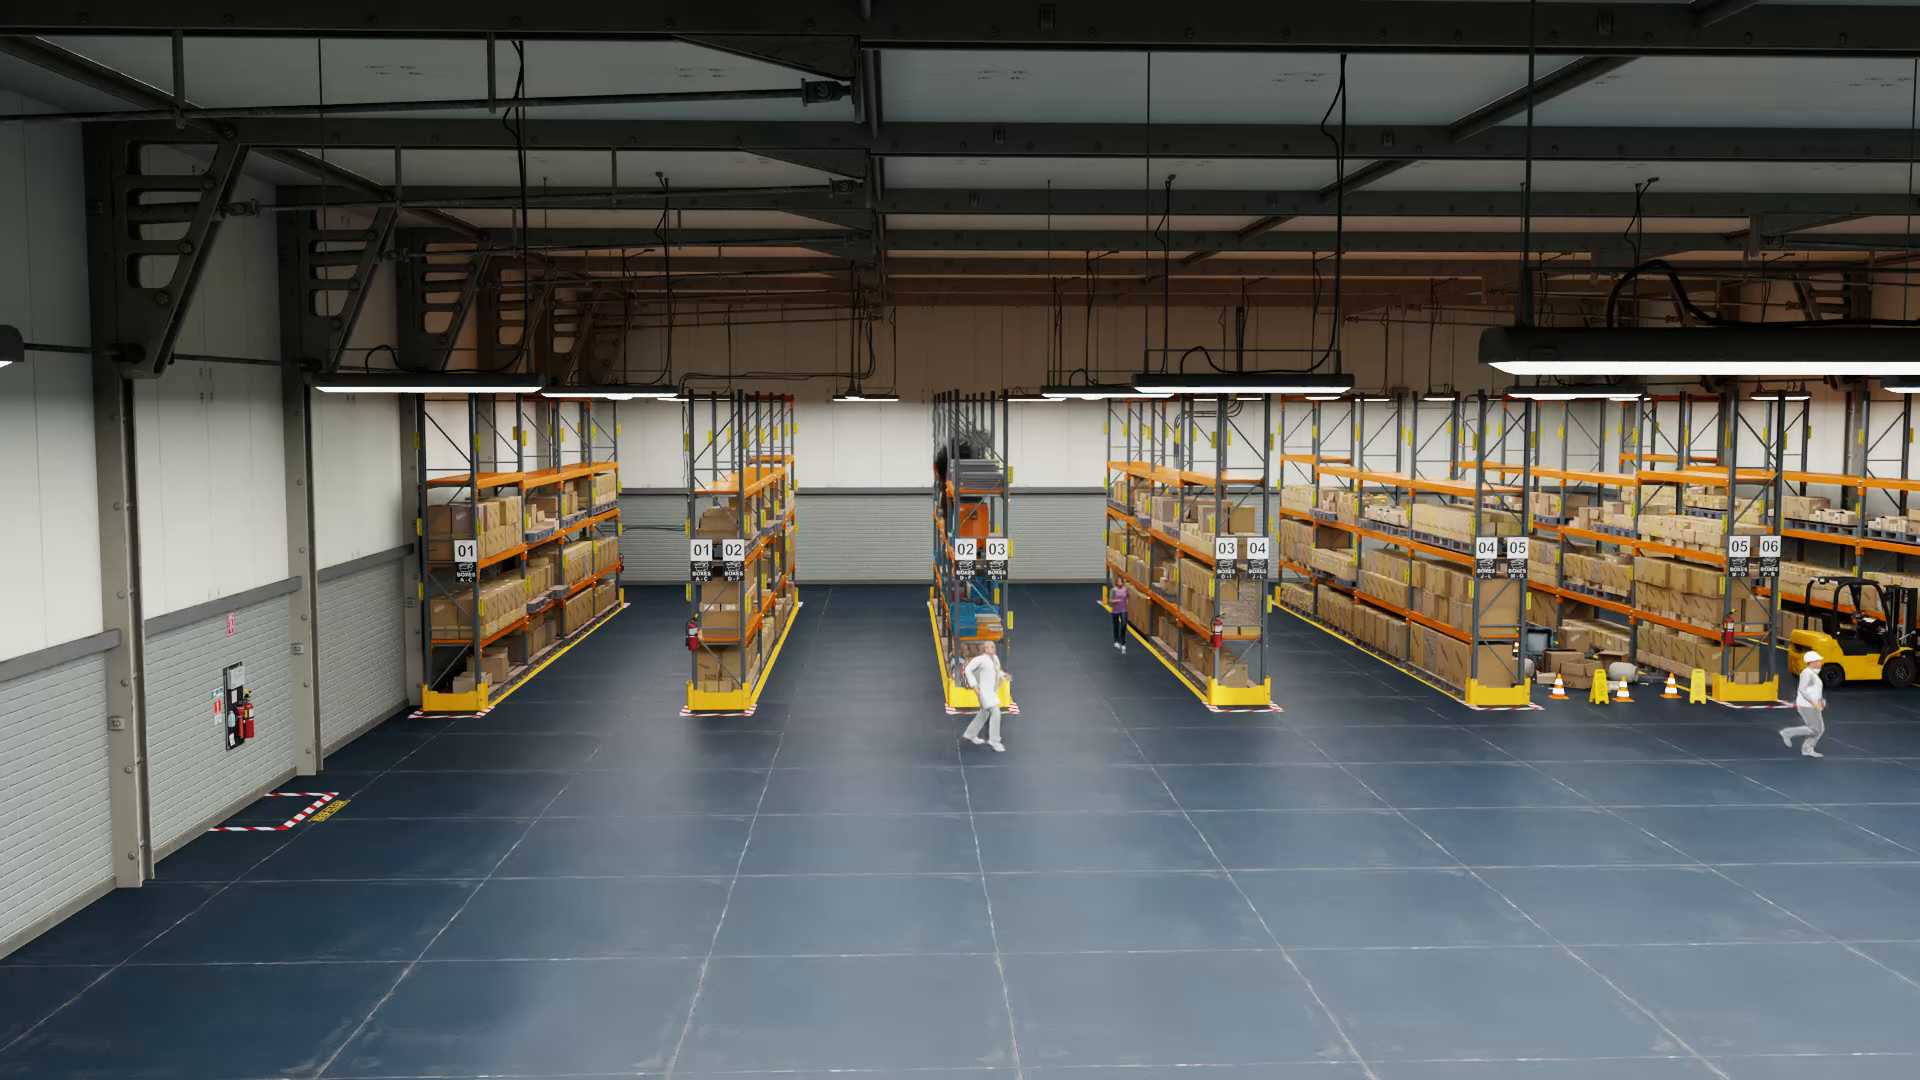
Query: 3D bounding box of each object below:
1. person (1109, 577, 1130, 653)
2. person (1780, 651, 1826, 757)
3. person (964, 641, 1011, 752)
[{"bbox_3d":[3.542,1.649,36.787,0.514,1.673,0.647,0,5,-3],"label":"person"},{"bbox_3d":[13.741,2.662,27.072,0.637,1.727,0.647,3,6,36],"label":"person"},{"bbox_3d":[0.441,2.592,27.696,0.873,1.828,0.686,2,5,26],"label":"person"}]
